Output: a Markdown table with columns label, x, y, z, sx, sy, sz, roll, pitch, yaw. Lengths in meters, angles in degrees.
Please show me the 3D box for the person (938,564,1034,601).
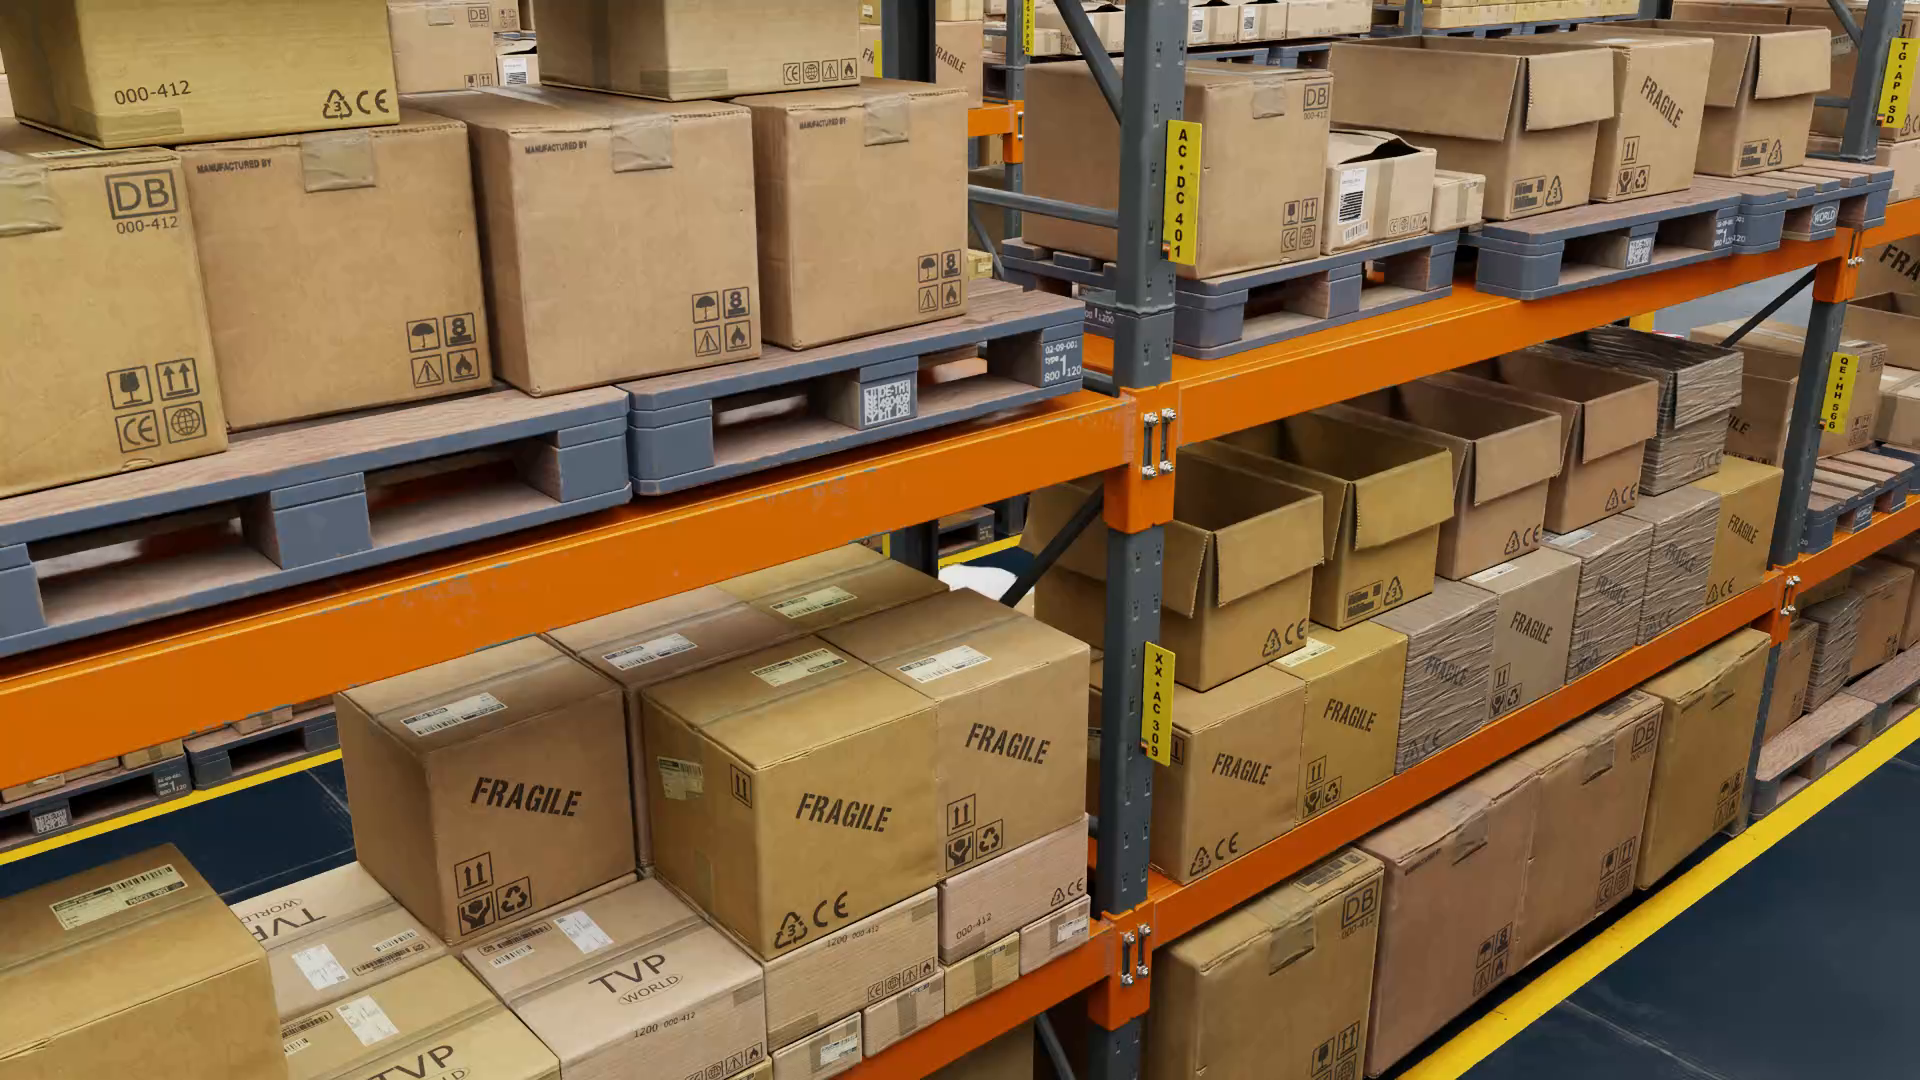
| label | x | y | z | sx | sy | sz | roll | pitch | yaw |
| --- | --- | --- | --- | --- | --- | --- | --- | --- | --- |
| person | 0.032 | 0.650 | 7.552 | 0.940 | 1.255 | 0.496 | -18 | 27 | -40 |
